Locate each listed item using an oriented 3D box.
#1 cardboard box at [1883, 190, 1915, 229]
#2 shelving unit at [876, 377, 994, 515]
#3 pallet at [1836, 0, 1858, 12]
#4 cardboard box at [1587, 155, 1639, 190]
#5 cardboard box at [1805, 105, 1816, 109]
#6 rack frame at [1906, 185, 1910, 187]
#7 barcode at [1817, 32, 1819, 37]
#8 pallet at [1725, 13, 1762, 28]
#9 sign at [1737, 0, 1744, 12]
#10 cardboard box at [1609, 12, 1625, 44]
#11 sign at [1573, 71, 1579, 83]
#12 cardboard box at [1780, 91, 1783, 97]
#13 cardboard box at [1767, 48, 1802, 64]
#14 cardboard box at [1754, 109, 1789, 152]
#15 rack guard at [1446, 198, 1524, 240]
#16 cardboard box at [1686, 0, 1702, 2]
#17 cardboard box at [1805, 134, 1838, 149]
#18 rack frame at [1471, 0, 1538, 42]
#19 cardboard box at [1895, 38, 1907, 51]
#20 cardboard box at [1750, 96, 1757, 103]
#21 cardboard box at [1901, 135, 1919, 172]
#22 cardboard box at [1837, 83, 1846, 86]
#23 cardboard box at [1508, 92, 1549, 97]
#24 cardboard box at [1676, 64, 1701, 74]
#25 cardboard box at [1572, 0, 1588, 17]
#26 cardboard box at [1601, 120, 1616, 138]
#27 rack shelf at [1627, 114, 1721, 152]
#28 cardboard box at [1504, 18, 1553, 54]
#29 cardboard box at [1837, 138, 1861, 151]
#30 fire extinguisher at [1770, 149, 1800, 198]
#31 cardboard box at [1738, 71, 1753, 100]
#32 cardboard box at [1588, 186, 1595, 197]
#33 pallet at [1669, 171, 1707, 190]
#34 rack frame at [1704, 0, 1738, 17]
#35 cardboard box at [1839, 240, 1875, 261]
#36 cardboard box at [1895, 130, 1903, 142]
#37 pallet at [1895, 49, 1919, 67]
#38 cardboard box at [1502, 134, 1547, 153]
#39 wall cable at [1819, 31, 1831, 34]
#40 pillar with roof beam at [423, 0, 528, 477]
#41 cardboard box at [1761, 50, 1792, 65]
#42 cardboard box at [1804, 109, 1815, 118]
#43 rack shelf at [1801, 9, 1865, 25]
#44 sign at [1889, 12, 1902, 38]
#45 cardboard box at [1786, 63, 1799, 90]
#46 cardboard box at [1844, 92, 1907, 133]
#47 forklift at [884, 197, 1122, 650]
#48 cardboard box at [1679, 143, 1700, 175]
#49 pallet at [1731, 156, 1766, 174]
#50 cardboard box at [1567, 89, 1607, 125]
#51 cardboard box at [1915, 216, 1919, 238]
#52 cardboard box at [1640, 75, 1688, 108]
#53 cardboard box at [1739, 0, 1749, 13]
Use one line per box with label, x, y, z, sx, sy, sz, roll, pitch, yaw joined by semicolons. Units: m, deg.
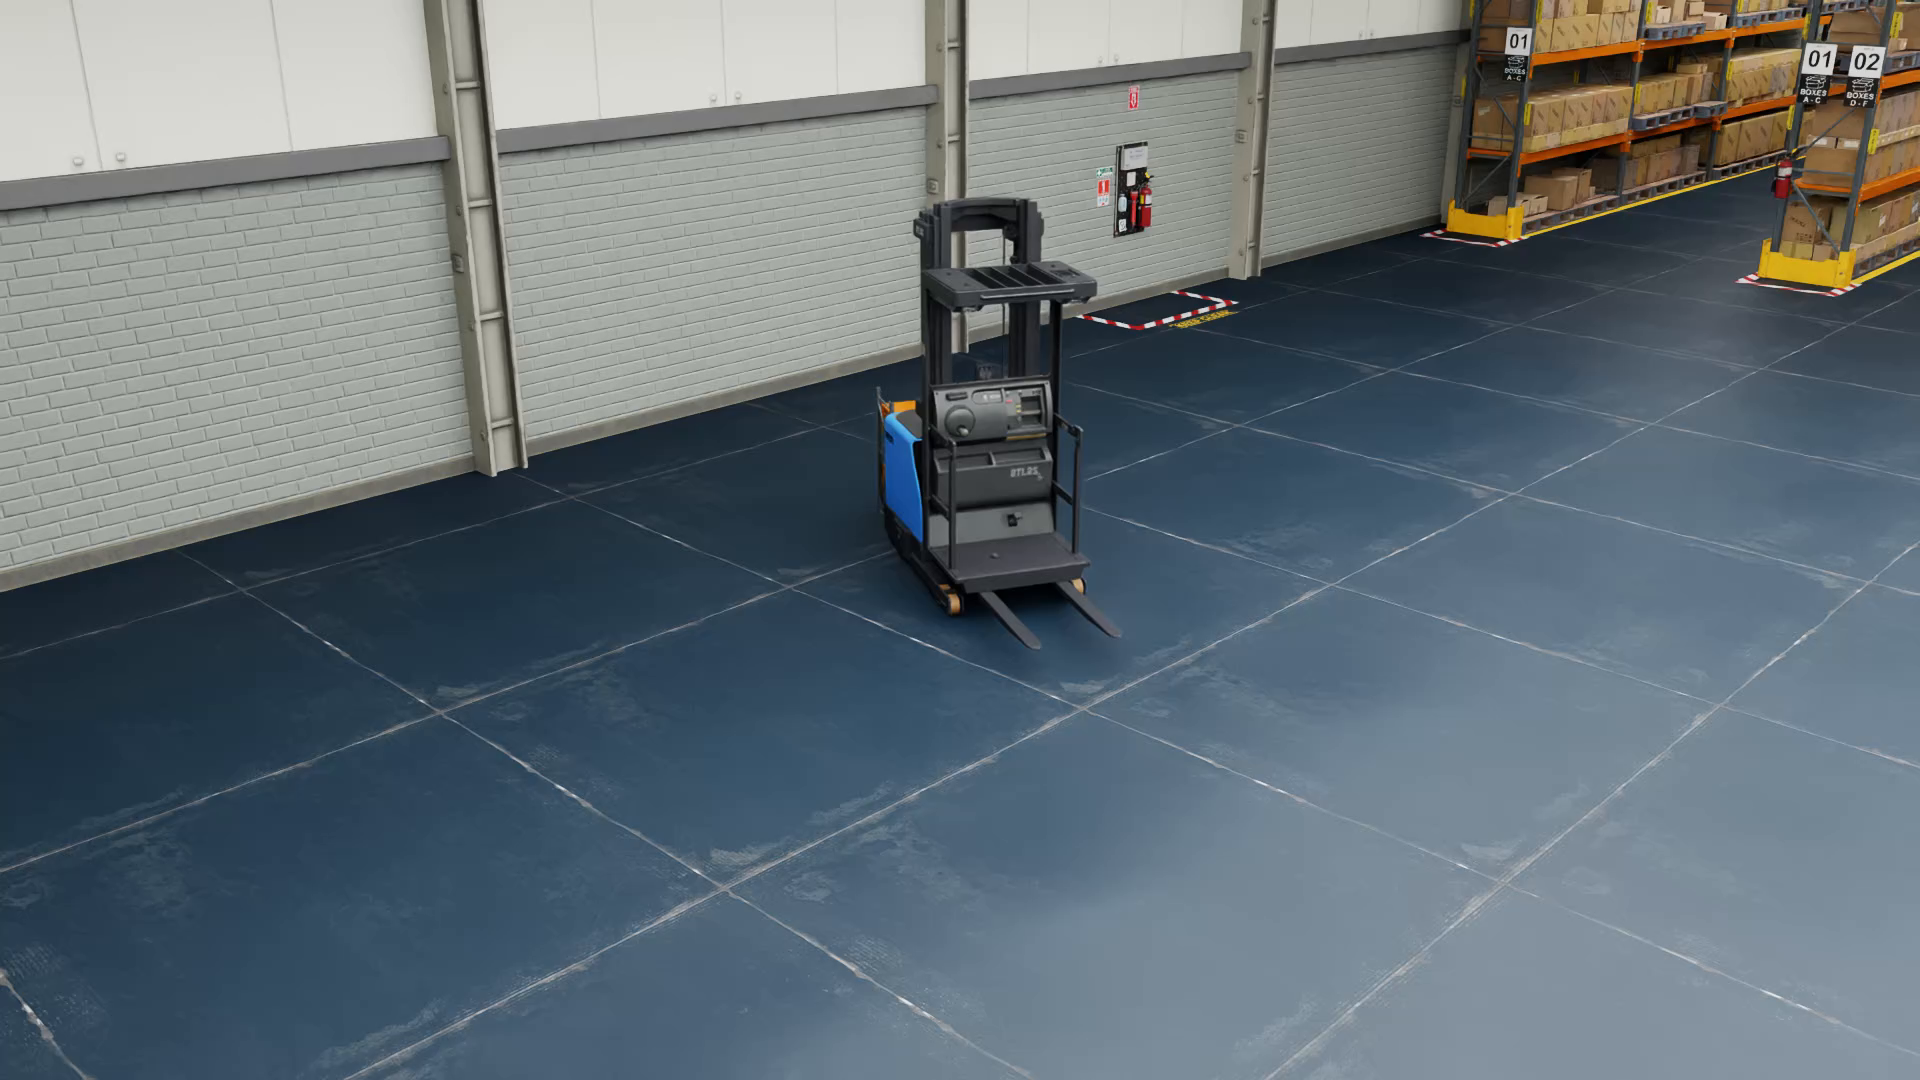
cardboard box;13.833;-4.930;24.785;0.500;0.500;0.500;19;28;41
shelving unit;-0.145;-0.750;14.321;1.048;1.125;0.538;-6;22;-16
pallet;18.161;-11.271;35.021;1.003;0.211;1.213;19;28;41
cardboard box;11.653;-6.568;29.713;0.500;0.500;0.700;-19;28;-40
cardboard box;18.345;-9.369;36.126;0.250;0.149;0.380;-20;28;-41
rack frame;14.703;-6.097;25.617;1.000;3.000;0.127;19;28;41
barcode;11.777;-6.938;22.816;0.001;0.075;0.075;19;28;41
pallet;14.353;-9.855;31.477;1.003;0.211;1.213;-19;28;-40
sign;14.329;-9.869;30.530;0.100;0.325;0.005;19;28;41
cardboard box;10.614;-8.473;27.452;0.500;0.500;0.500;16;26;36
sign;10.751;-8.014;28.992;0.100;0.325;0.005;19;28;41
cardboard box;16.327;-9.000;33.494;0.250;0.149;0.380;-19;28;-40
cardboard box;16.589;-9.753;33.503;0.500;0.250;0.500;-19;28;-41
cardboard box;16.372;-8.385;33.982;0.750;0.750;0.750;20;28;41
rack guard;8.414;-5.160;26.665;1.175;0.500;0.348;19;28;41
cardboard box;13.274;-9.692;30.624;0.500;0.500;0.500;19;28;41
cardboard box;12.043;-5.564;23.188;0.380;0.149;0.250;19;28;40
rack frame;8.361;-9.108;25.089;1.000;3.000;0.127;19;28;41
cardboard box;12.860;-6.871;23.021;0.380;0.149;0.250;19;28;41
cardboard box;15.399;-8.680;32.660;0.380;0.149;0.250;19;28;41
cardboard box;13.682;-5.763;24.609;0.500;0.500;0.700;-20;28;-41
cardboard box;18.674;-10.237;35.971;0.980;0.700;0.700;19;28;40
cardboard box;9.253;-7.032;27.187;0.500;0.500;0.500;18;28;39
cardboard box;13.508;-8.736;30.827;0.380;0.149;0.250;14;25;32
cardboard box;9.539;-8.519;26.178;0.500;0.500;0.500;-19;28;-41
cardboard box;10.684;-6.951;28.022;0.500;0.250;0.500;19;28;41
rack shelf;12.546;-7.514;30.307;1.077;0.370;4.000;19;28;41
cardboard box;8.773;-7.787;25.667;0.500;0.500;0.500;-19;28;-41
cardboard box;12.341;-5.465;22.930;0.380;0.149;0.250;19;28;40
fire extinguisher;11.497;-5.118;23.180;0.296;0.674;0.183;19;28;41
cardboard box;14.836;-8.752;31.943;0.500;0.500;0.500;-19;28;-40
cardboard box;10.799;-6.073;28.893;0.380;0.166;0.250;15;26;34
pallet;13.395;-6.862;31.494;1.003;0.211;1.213;19;28;41
rack frame;13.942;-11.164;30.439;1.000;3.000;0.127;19;28;41
cardboard box;12.792;-4.193;23.911;0.500;0.250;0.500;19;28;41
cardboard box;13.238;-5.796;23.793;0.380;0.149;0.250;19;28;40
pallet;13.275;-6.918;23.696;1.003;0.211;1.213;19;28;41
cardboard box;8.929;-6.293;26.308;0.500;0.250;0.500;18;28;39
wall cable;19.738;-11.460;38.156;0.084;1.984;1.851;19;28;41
pillar with roof beam;-1.243;-3.800;11.279;9.100;9.000;0.400;19;28;41
cardboard box;16.226;-9.624;33.167;0.500;0.250;0.500;-19;28;-41
cardboard box;18.061;-9.067;35.340;0.380;0.149;0.250;18;28;39
rack shelf;18.127;-10.970;35.119;1.077;0.370;4.000;19;28;41
sign;12.306;-6.773;21.868;0.100;0.325;0.005;19;28;41
cardboard box;16.590;-9.405;33.643;0.500;0.500;0.500;19;28;40
cardboard box;12.998;-6.117;23.724;0.700;0.500;0.500;19;28;41
forklift;0.324;-0.967;12.366;1.130;2.935;3.031;-7;22;-18
cardboard box;13.477;-7.204;31.370;0.500;0.500;0.700;-20;29;-41
pallet;15.396;-7.558;33.306;1.003;0.211;1.213;19;28;41
cardboard box;10.340;-7.170;27.545;0.500;0.500;0.500;18;28;39
cardboard box;14.536;-4.835;25.583;0.500;0.250;0.500;19;28;41
cardboard box;12.768;-8.167;30.250;0.700;0.500;0.500;19;28;41
cardboard box;14.571;-10.304;31.631;0.700;0.500;0.500;17;27;38
